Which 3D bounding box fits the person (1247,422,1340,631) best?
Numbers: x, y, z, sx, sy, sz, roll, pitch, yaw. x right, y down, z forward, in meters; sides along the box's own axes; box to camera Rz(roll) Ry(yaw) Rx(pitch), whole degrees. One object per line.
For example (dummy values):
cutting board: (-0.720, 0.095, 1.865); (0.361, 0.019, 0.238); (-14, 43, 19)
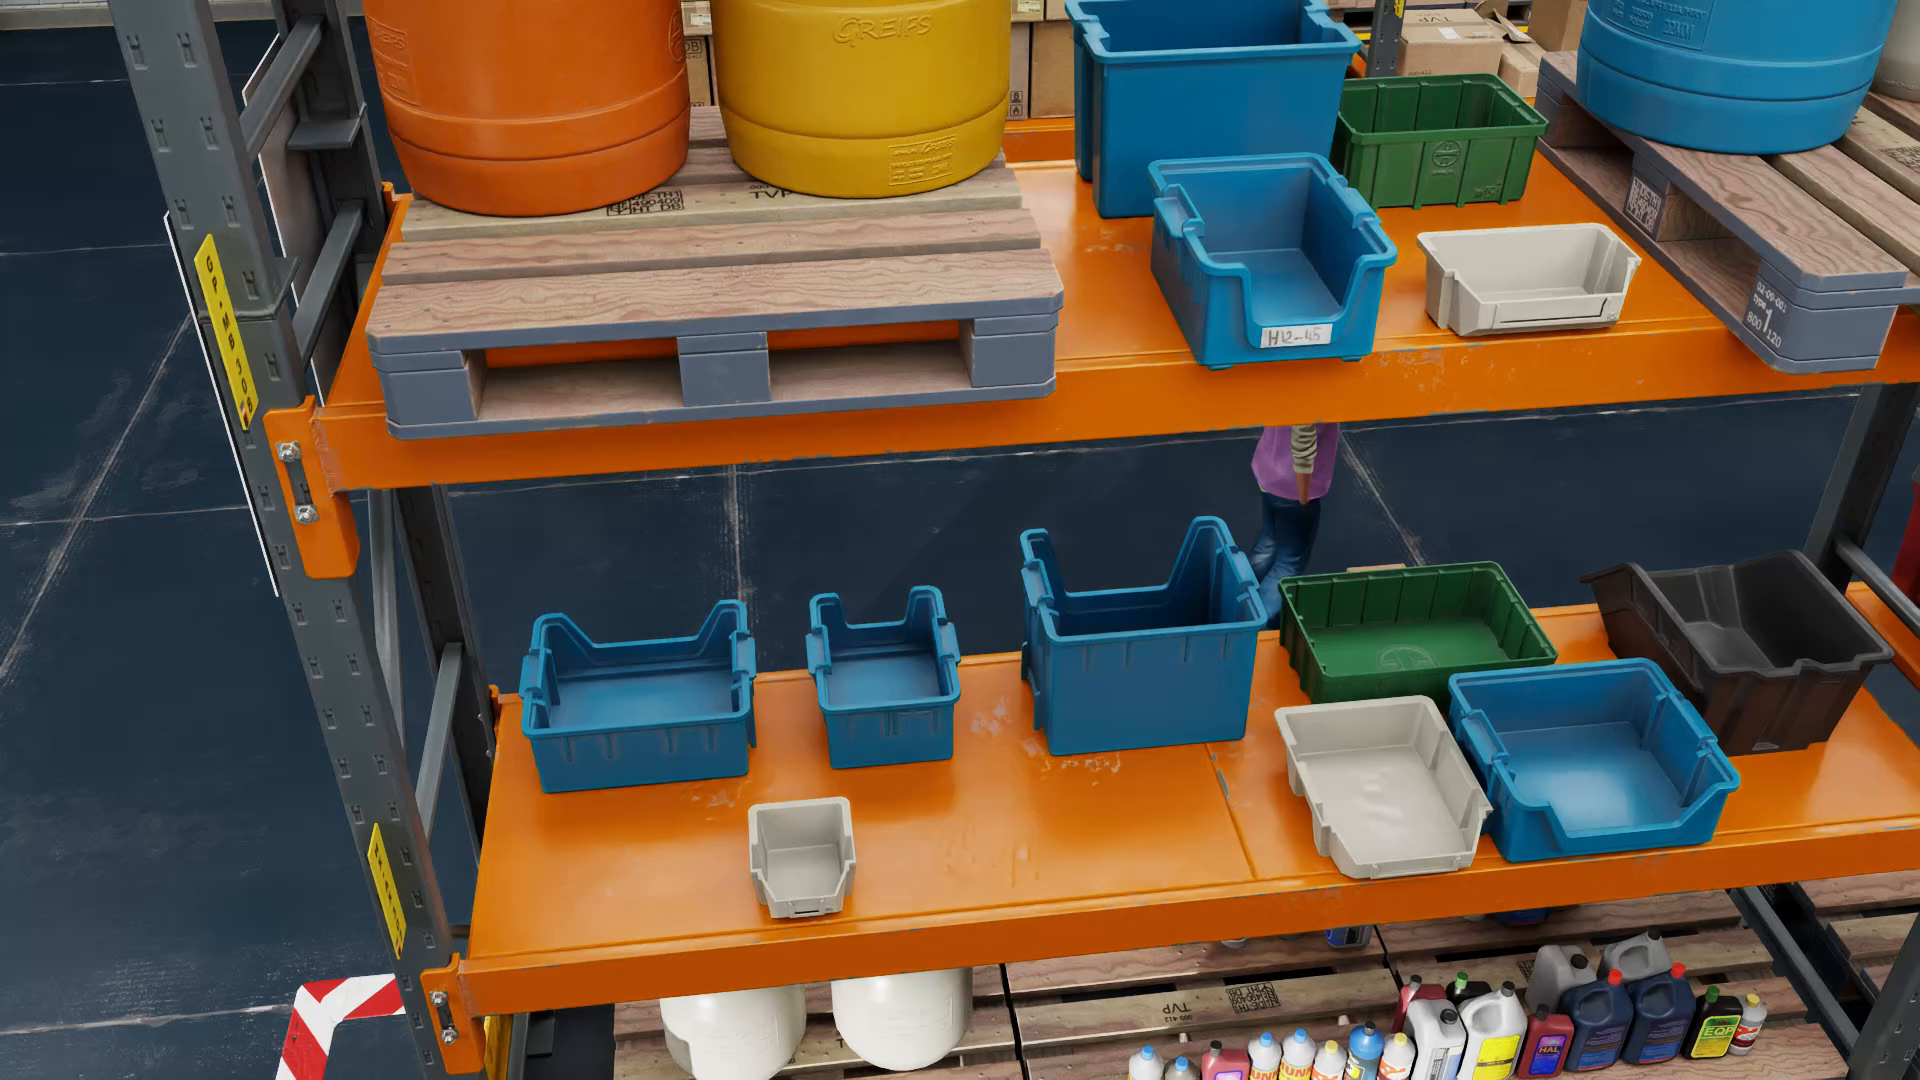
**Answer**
person: (1.289, -0.233, 6.495); (0.313, 1.613, 0.409); (-4, 35, -5)
